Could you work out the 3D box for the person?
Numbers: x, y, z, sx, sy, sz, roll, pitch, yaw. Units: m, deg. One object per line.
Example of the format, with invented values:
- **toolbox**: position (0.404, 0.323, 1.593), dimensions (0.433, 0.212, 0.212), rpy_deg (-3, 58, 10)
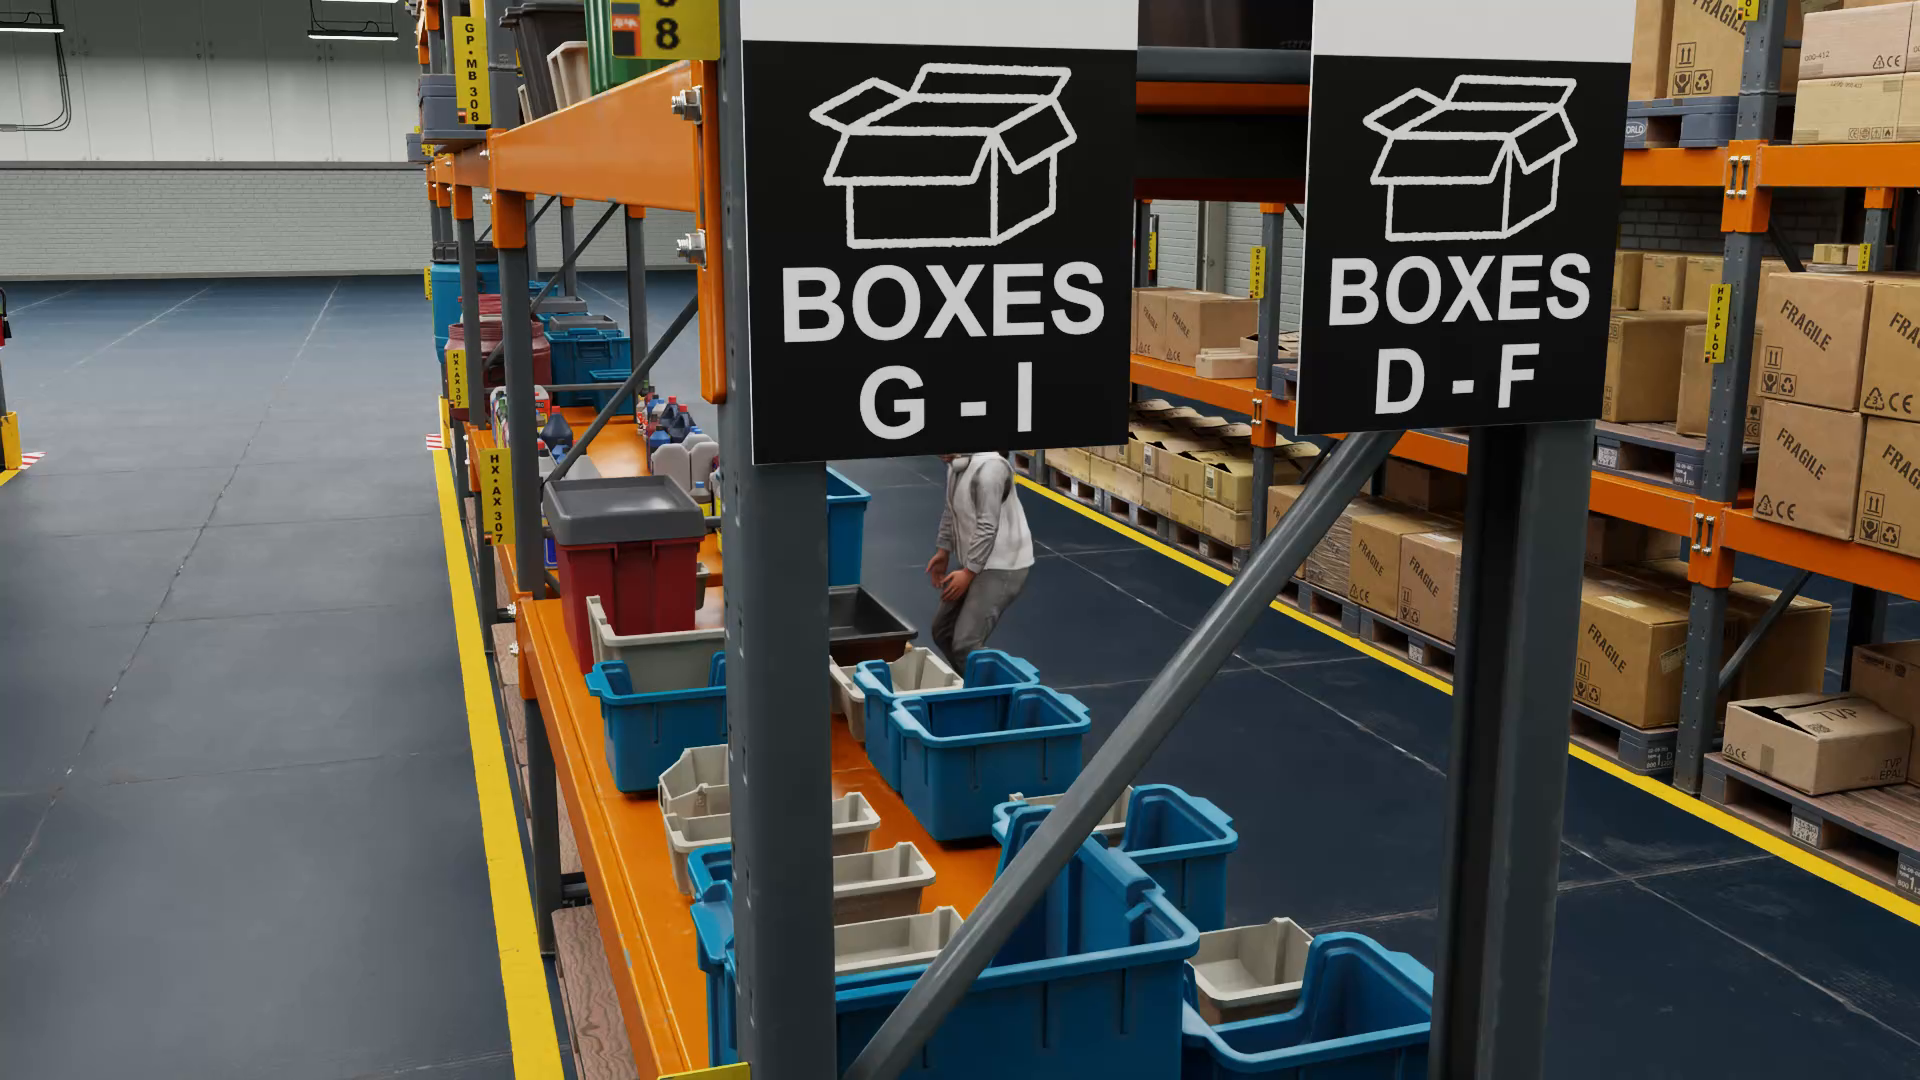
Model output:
- **person**: position (0.068, 0.120, 8.175), dimensions (0.581, 1.647, 0.578), rpy_deg (-4, 13, -17)
